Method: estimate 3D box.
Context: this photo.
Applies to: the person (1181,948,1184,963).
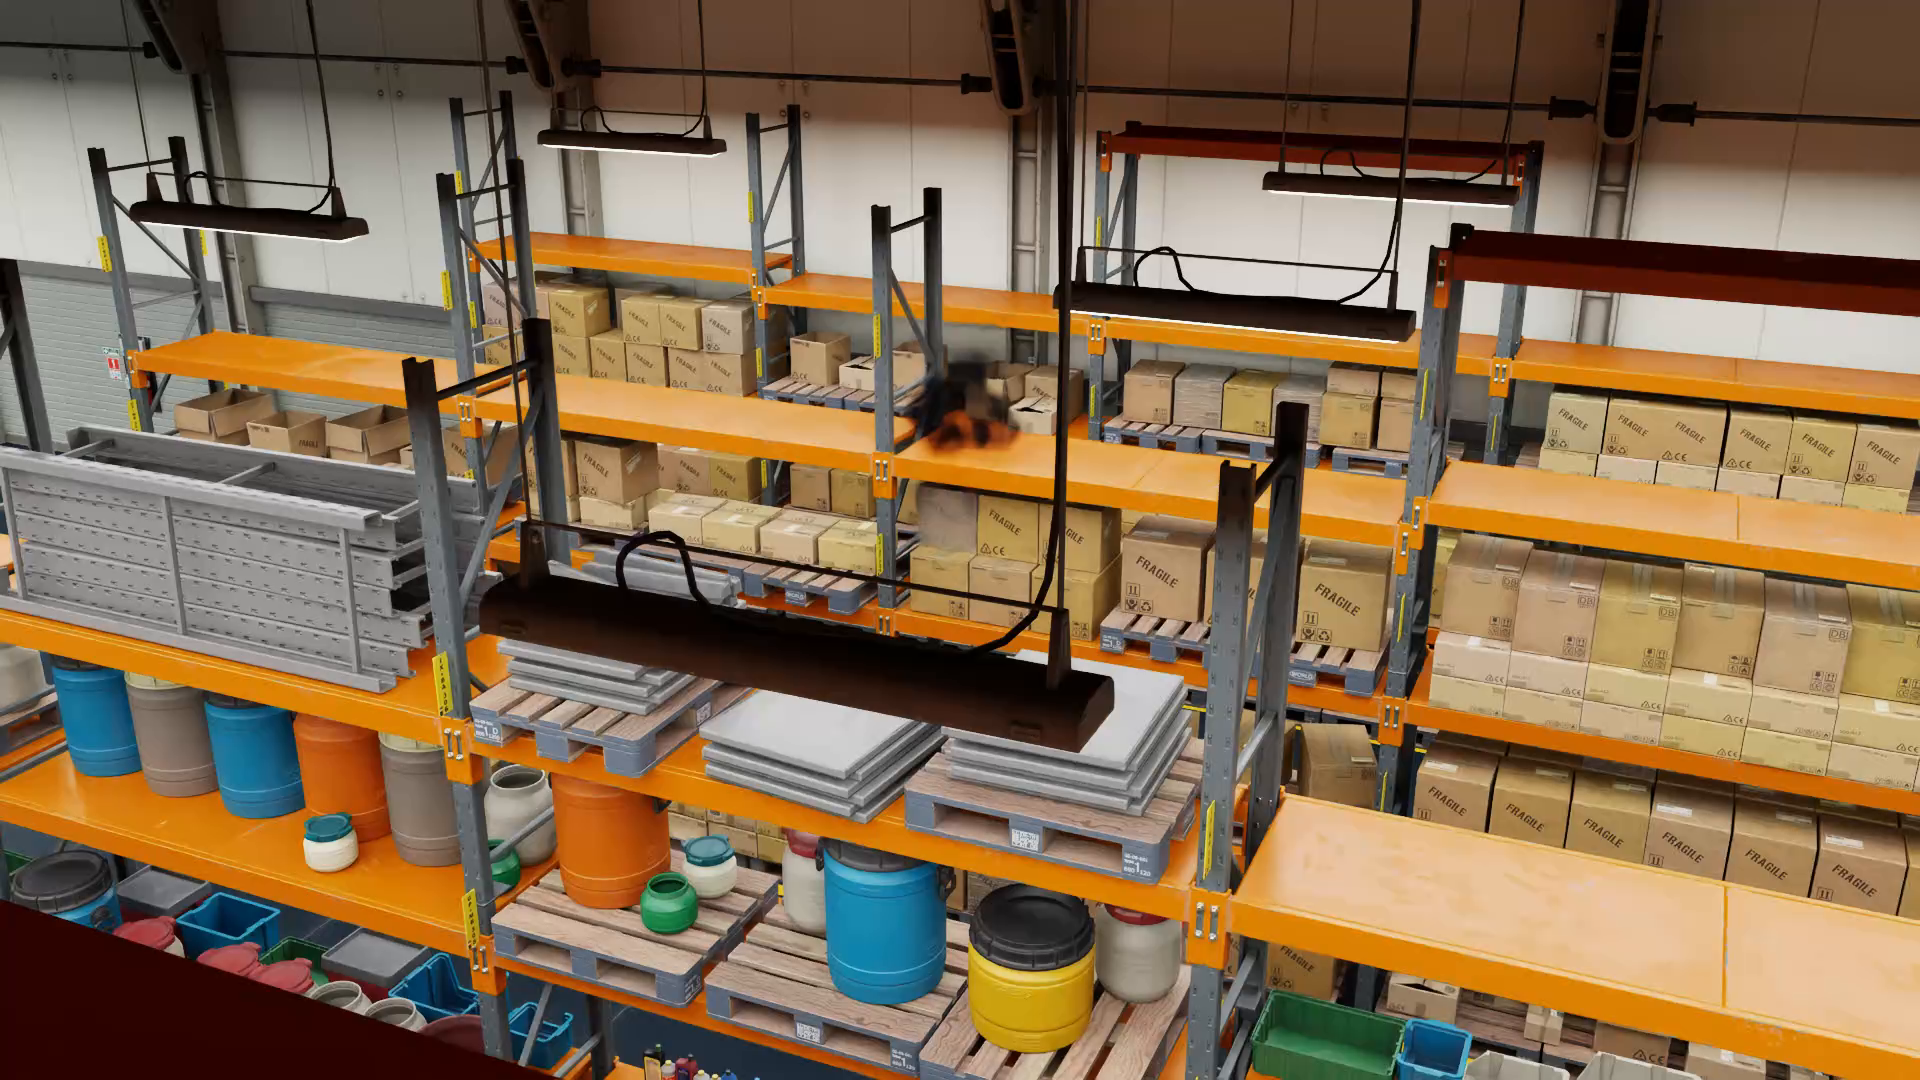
[{"bbox_3d":[1.324,3.277,11.488,0.738,1.746,0.687,7,22,18],"label":"person"}]
